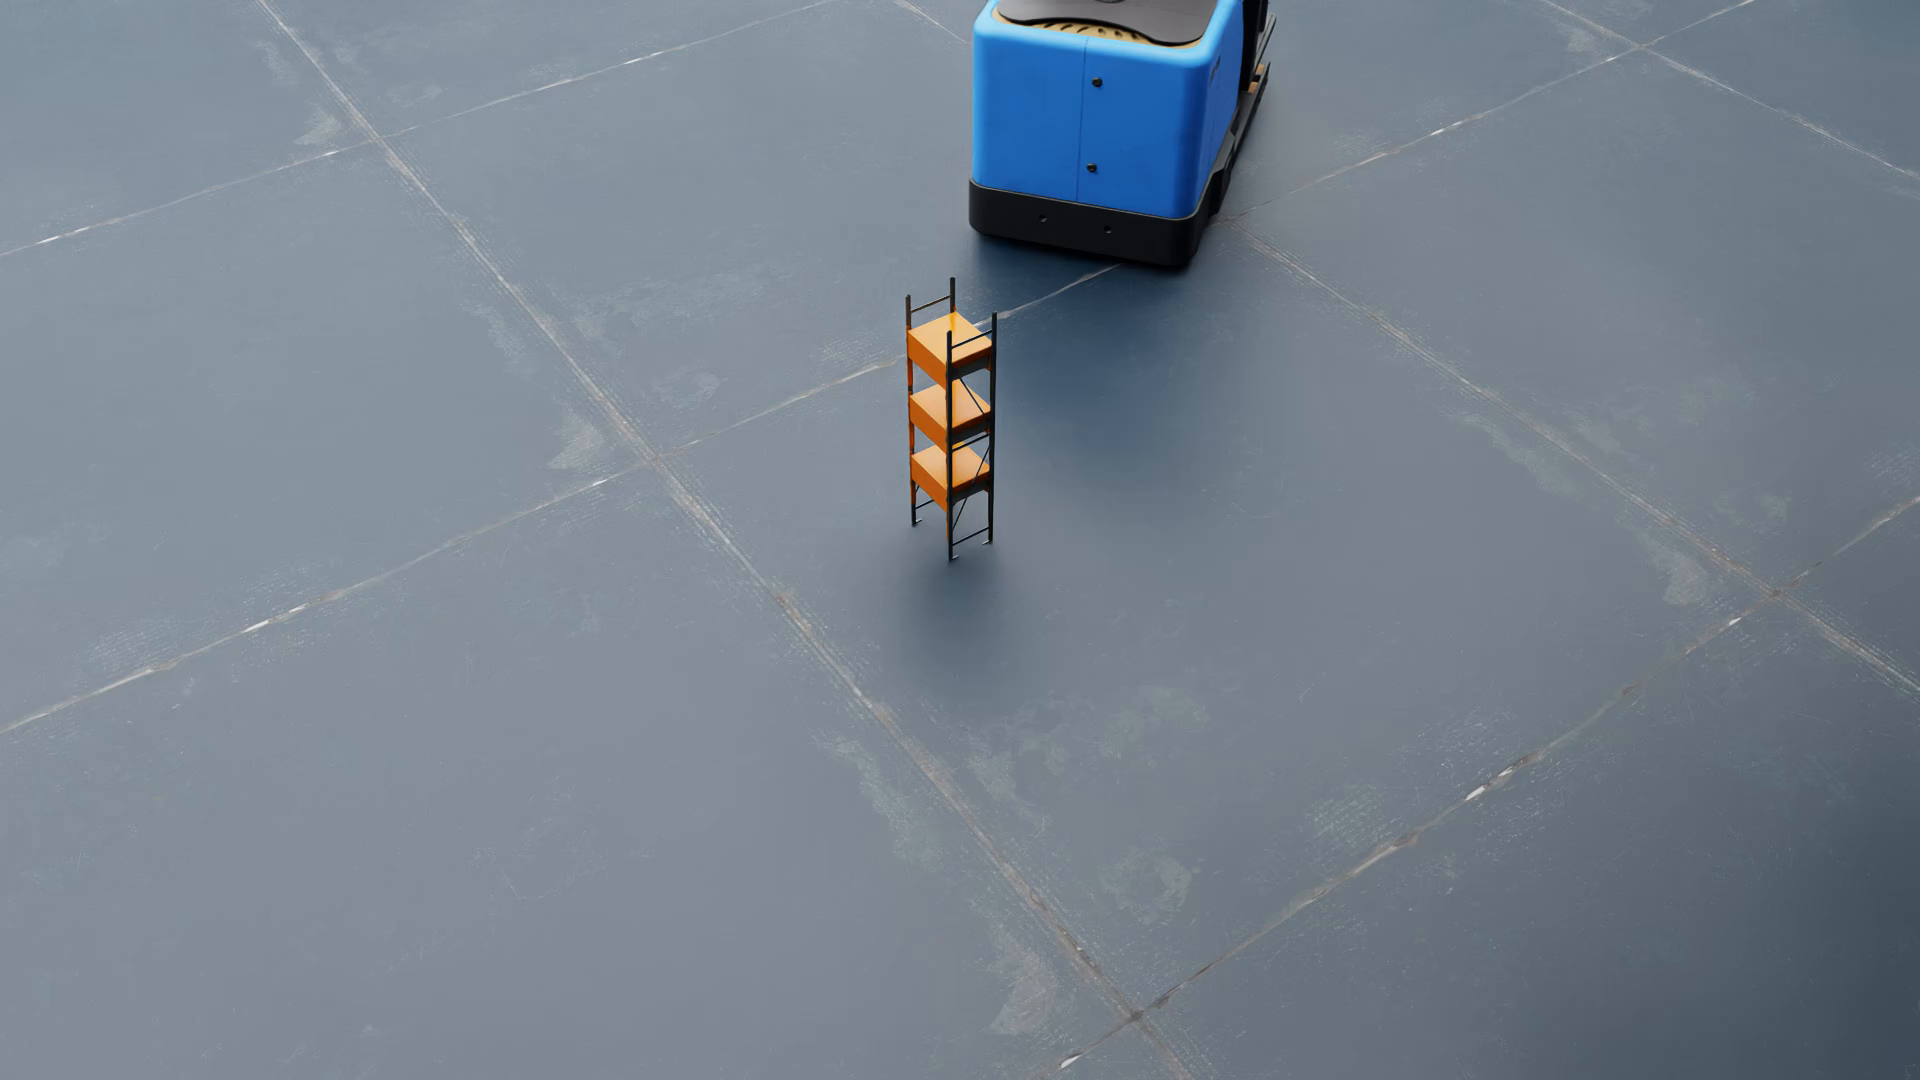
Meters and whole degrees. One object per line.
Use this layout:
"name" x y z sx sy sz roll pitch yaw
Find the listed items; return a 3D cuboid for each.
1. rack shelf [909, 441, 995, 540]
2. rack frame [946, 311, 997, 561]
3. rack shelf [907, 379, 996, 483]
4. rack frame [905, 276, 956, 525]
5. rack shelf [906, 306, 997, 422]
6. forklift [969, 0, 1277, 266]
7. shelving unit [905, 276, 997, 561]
"rack shelf" -0.031 -0.201 6.118 0.215 0.259 0.240 -26 49 -24
"rack frame" 0.039 -0.341 5.847 0.200 1.050 0.008 -26 49 -24
"rack shelf" -0.031 -0.402 5.927 0.215 0.259 0.240 -26 49 -24
"rack frame" -0.100 -0.479 5.992 0.200 1.050 0.008 -26 49 -24
"rack shelf" -0.031 -0.608 5.731 0.215 0.259 0.240 -26 49 -24
"forklift" 0.976 -3.319 7.604 1.130 2.935 3.031 12 45 13
"shelving unit" -0.031 -0.410 5.919 0.215 1.050 0.252 -26 49 -24
